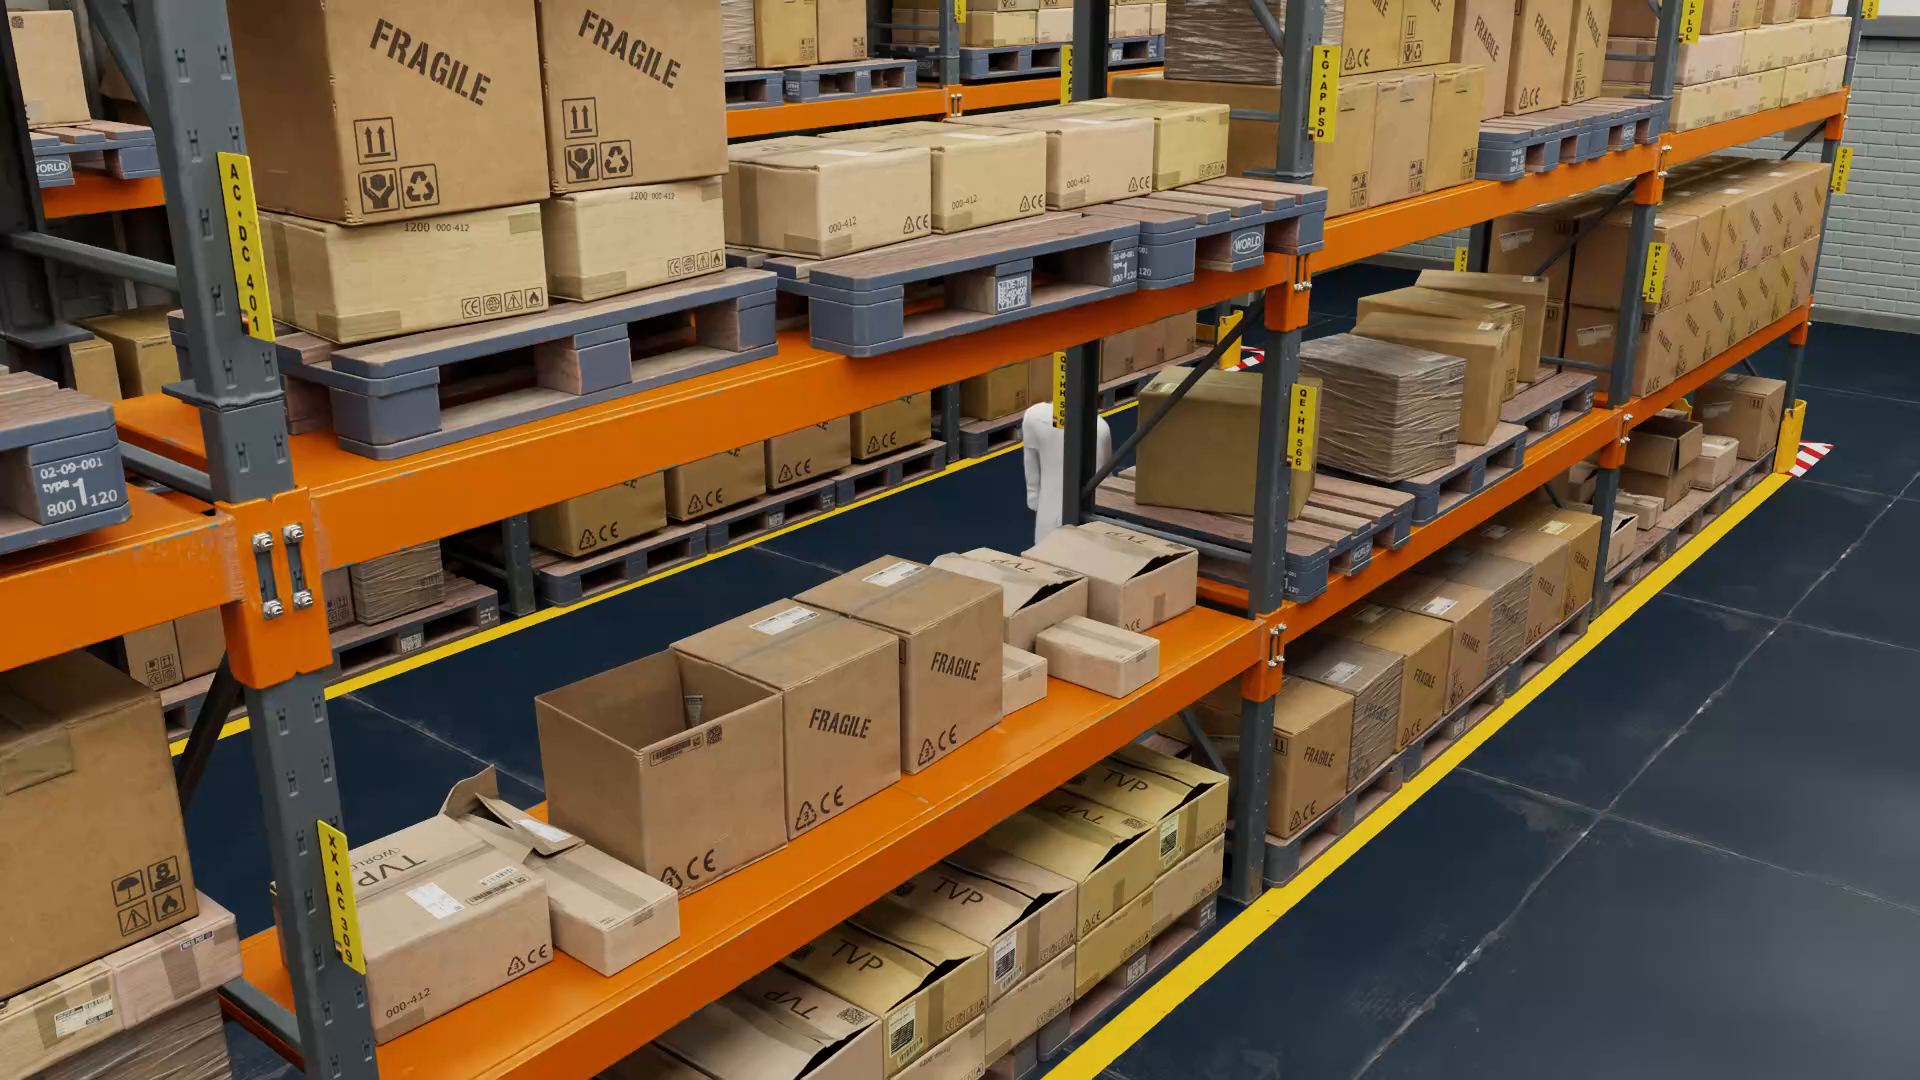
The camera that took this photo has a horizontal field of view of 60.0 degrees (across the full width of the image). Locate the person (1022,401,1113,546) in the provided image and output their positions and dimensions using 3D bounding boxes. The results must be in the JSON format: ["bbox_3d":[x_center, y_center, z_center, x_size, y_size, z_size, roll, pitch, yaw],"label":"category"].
[{"bbox_3d":[0.597,-0.120,8.938,0.562,1.774,0.385,16,25,38],"label":"person"}]
